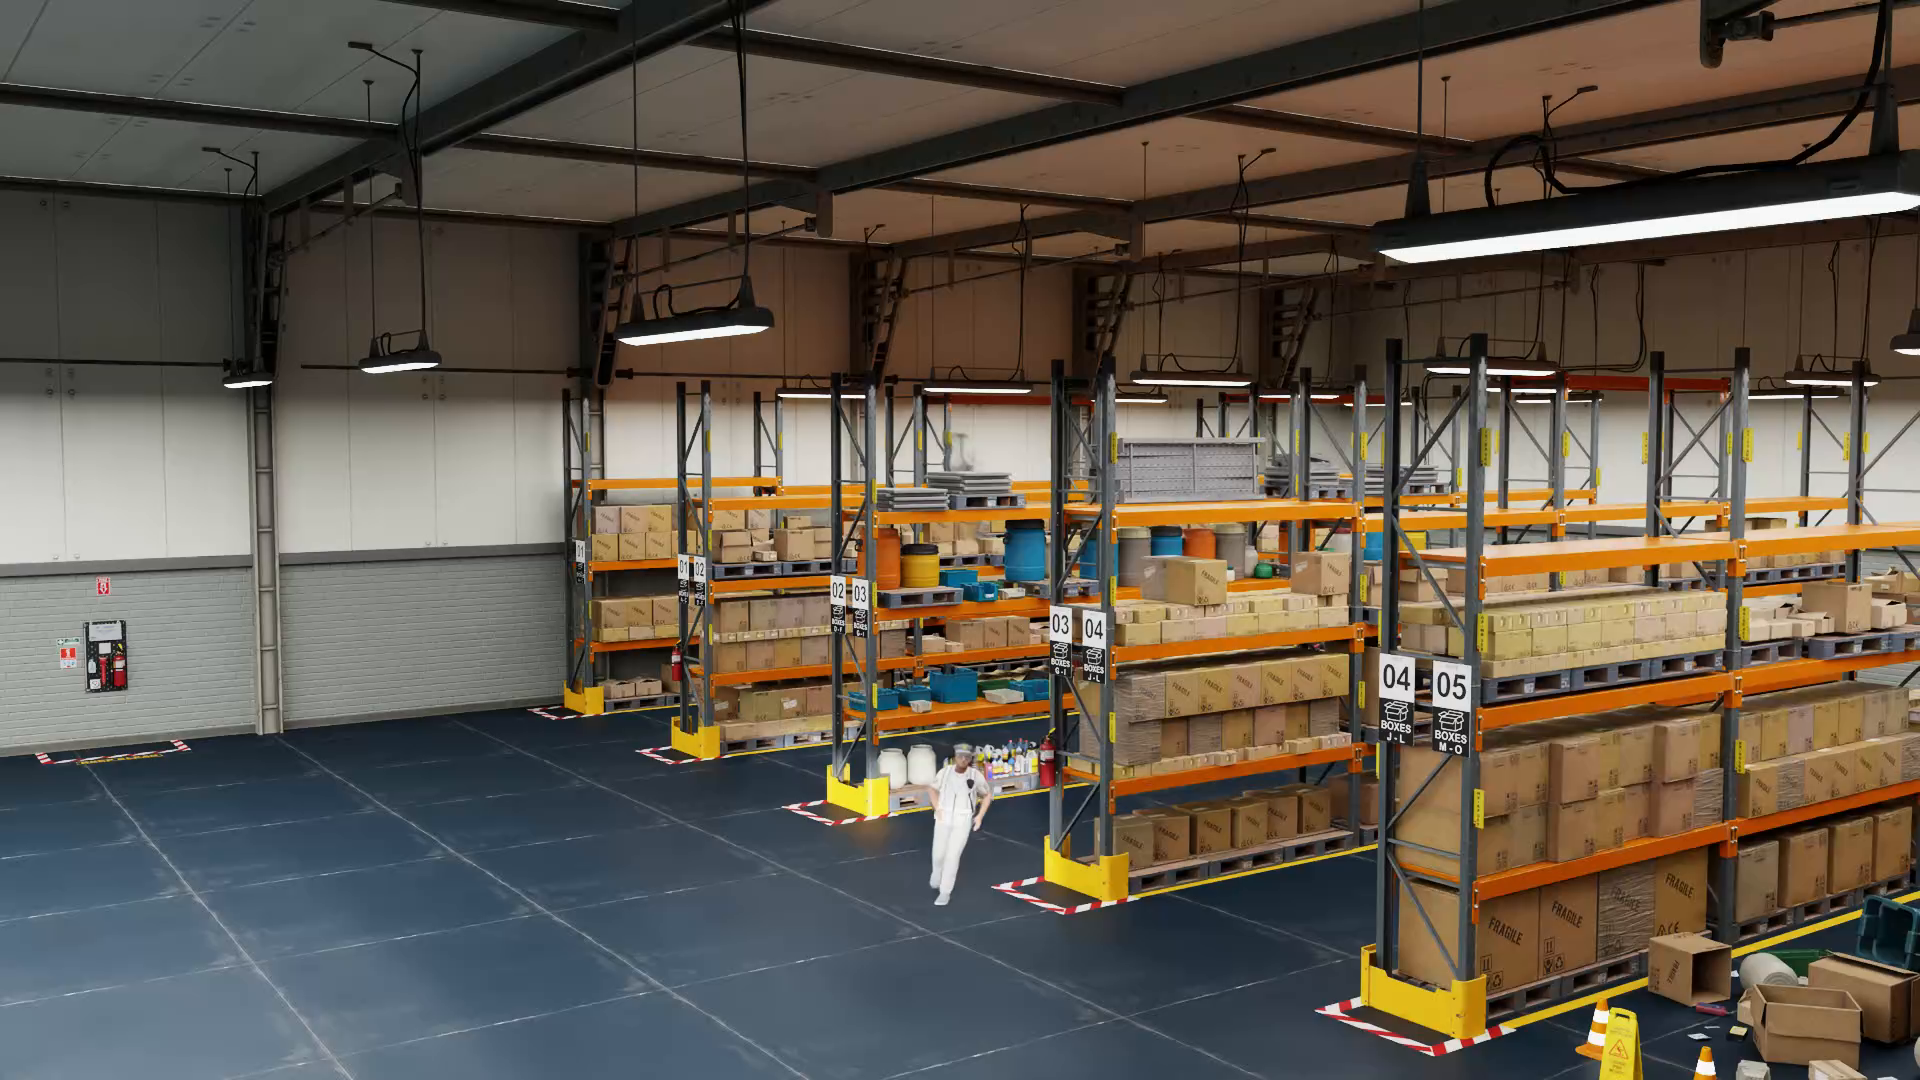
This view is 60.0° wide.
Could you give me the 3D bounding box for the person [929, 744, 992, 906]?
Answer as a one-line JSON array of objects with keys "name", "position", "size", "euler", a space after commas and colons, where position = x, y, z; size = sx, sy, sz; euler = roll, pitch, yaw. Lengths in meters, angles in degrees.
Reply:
[{"name": "person", "position": [-0.017, 3.106, 18.449], "size": [0.722, 1.744, 0.797], "euler": [0, 4, 8]}]
